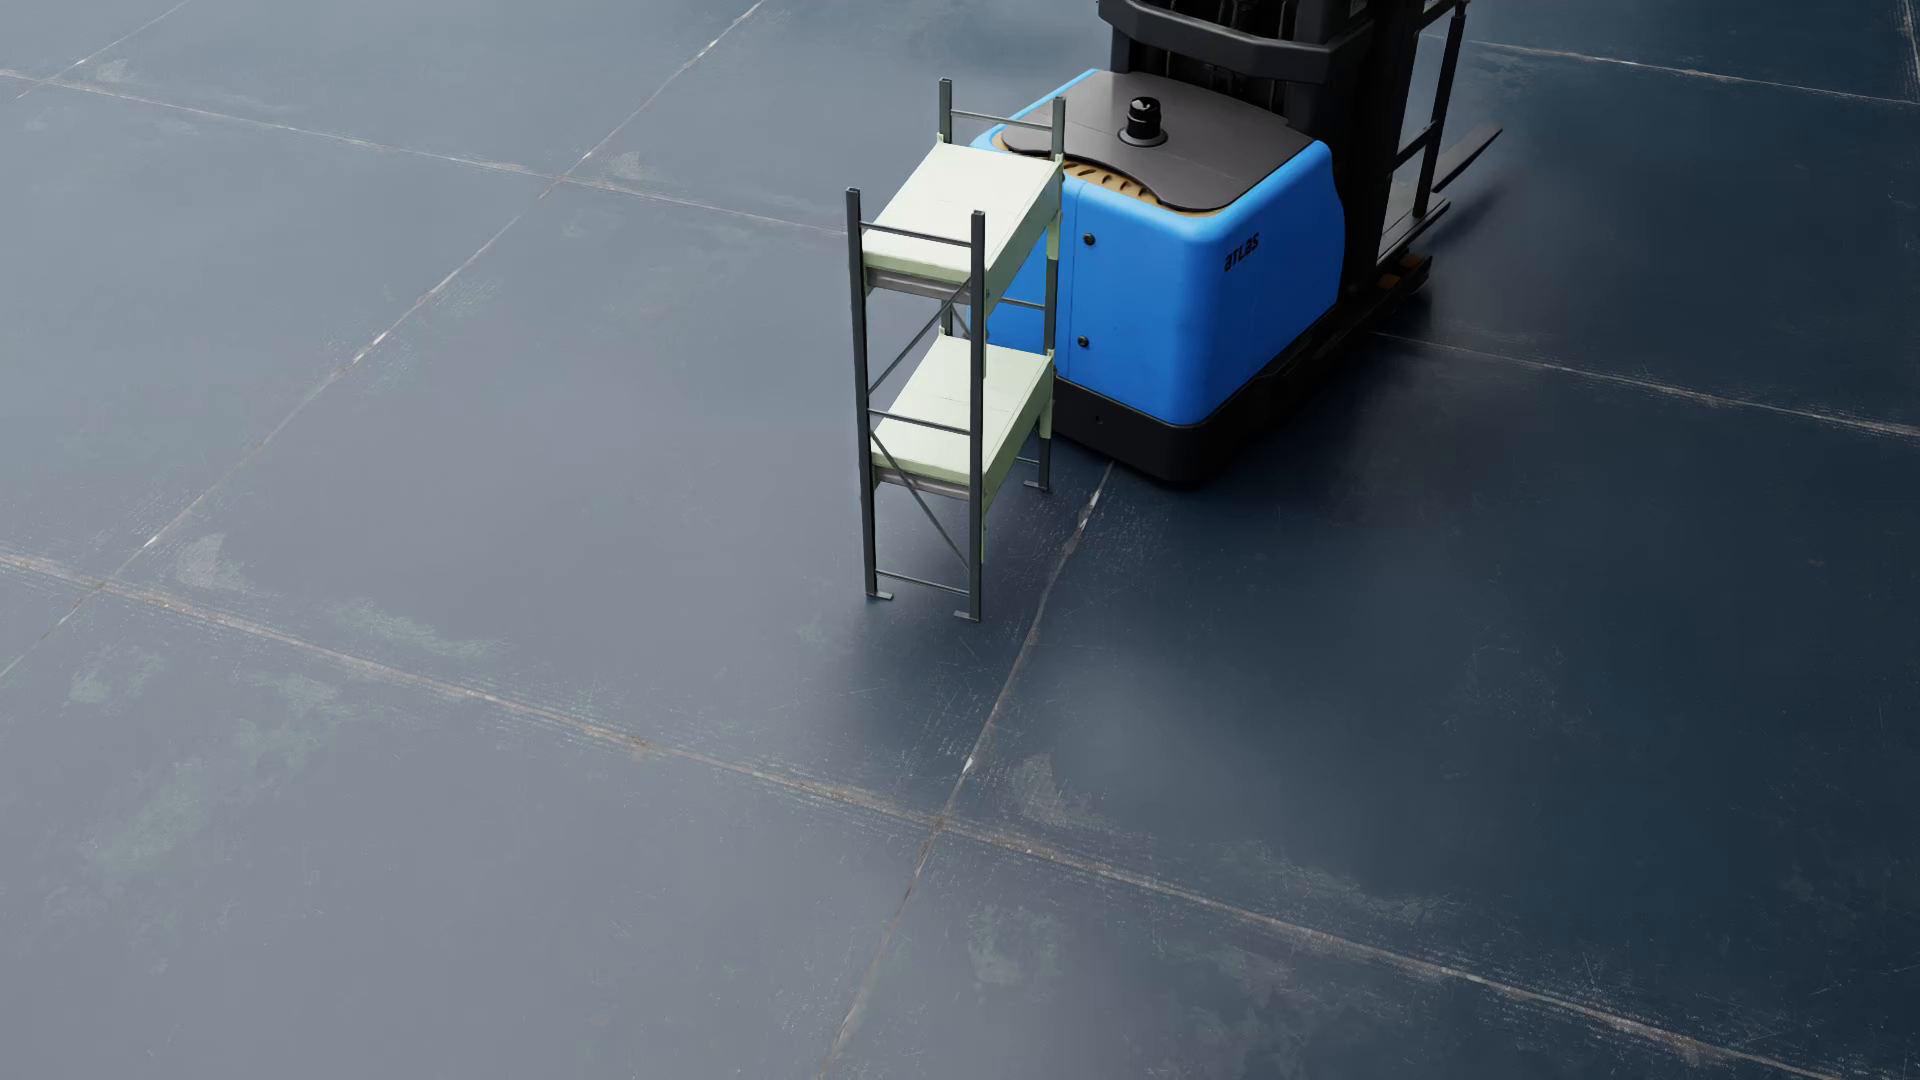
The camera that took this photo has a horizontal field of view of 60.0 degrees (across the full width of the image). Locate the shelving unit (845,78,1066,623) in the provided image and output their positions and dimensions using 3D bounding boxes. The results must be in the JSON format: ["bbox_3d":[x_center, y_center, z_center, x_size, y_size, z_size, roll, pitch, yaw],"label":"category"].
[{"bbox_3d":[0.002,-0.575,5.268,0.431,1.500,0.755,13,42,15],"label":"shelving unit"}]

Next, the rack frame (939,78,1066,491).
[{"bbox_3d":[0.127,-0.798,5.530,0.400,1.500,0.023,13,42,15],"label":"rack frame"}]

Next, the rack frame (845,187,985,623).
[{"bbox_3d":[-0.123,-0.351,5.006,0.400,1.500,0.023,13,42,15],"label":"rack frame"}]

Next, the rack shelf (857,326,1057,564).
[{"bbox_3d":[0.002,-0.327,5.480,0.431,0.370,0.720,13,42,15],"label":"rack shelf"}]

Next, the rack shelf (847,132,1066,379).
[{"bbox_3d":[0.002,-0.872,5.015,0.431,0.370,0.720,13,42,15],"label":"rack shelf"}]

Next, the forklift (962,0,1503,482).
[{"bbox_3d":[1.308,-2.220,6.094,1.130,2.935,3.031,27,47,28],"label":"forklift"}]
